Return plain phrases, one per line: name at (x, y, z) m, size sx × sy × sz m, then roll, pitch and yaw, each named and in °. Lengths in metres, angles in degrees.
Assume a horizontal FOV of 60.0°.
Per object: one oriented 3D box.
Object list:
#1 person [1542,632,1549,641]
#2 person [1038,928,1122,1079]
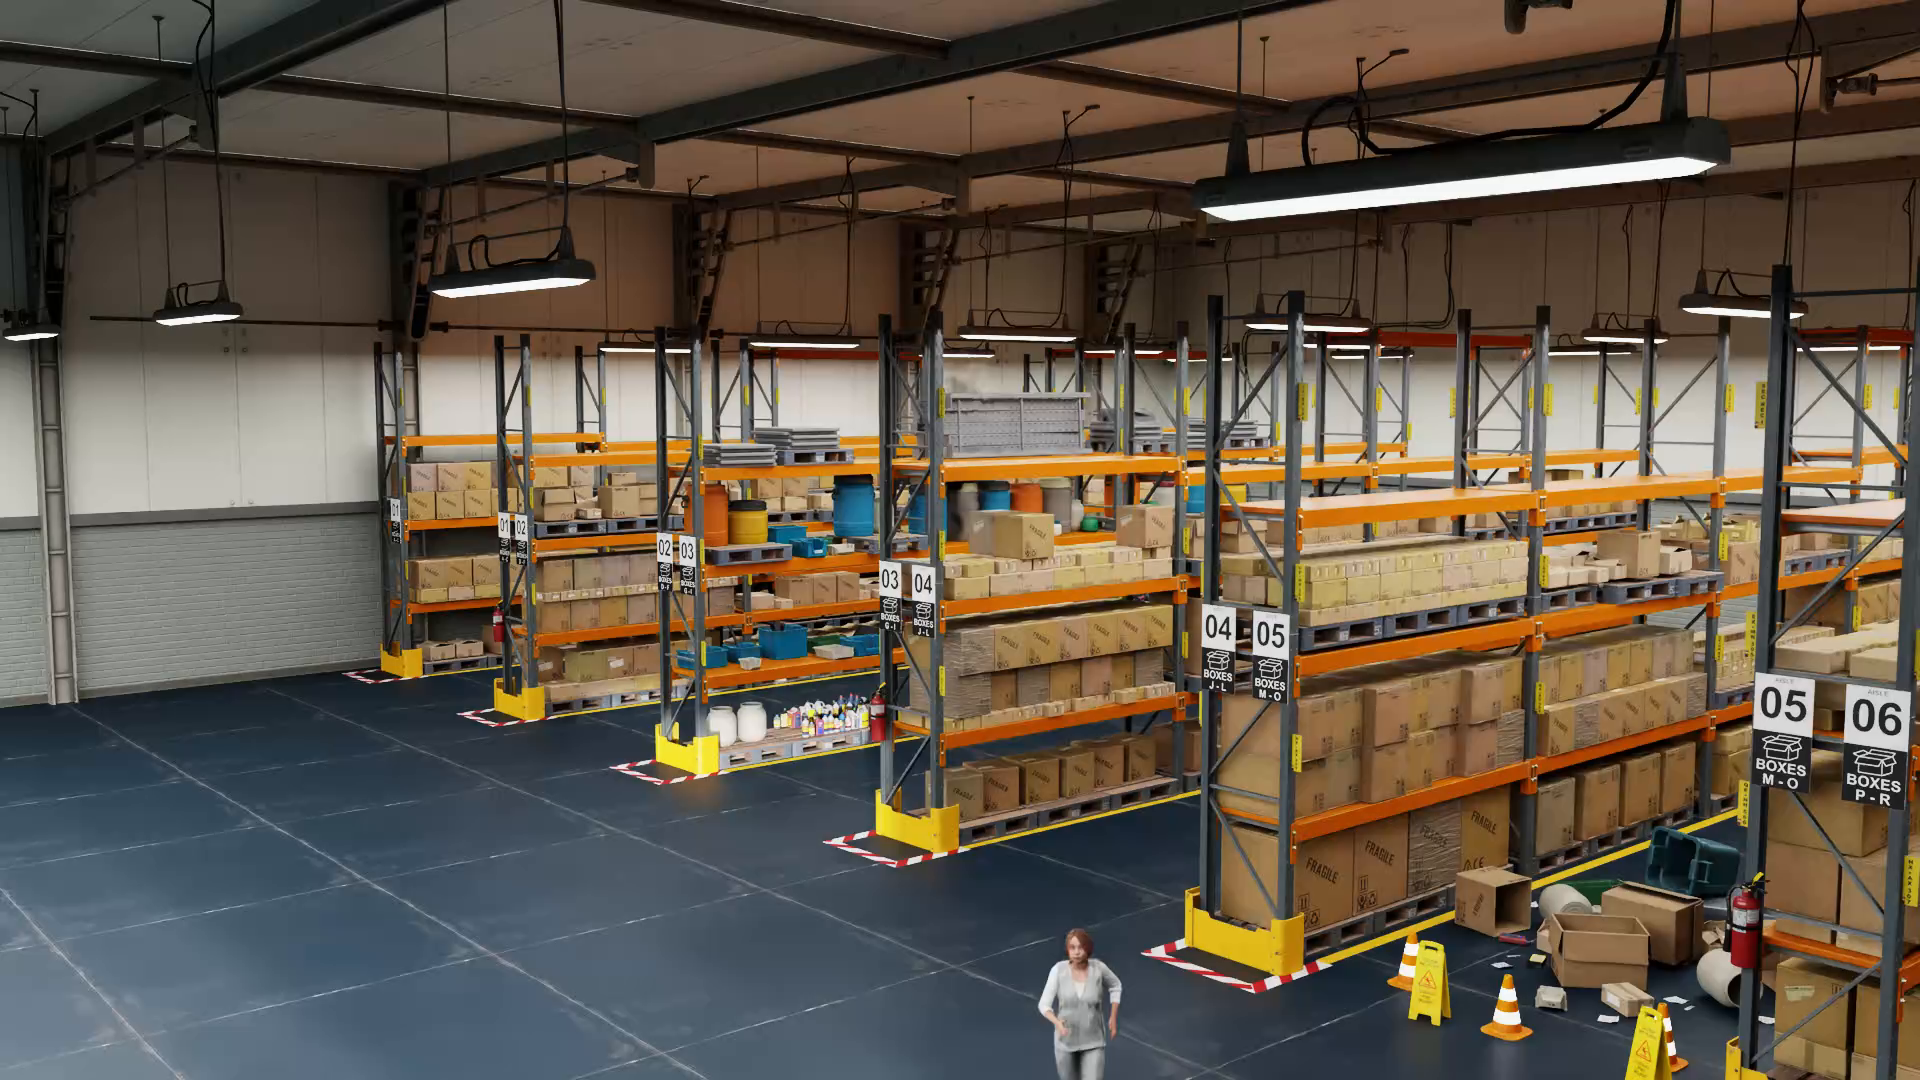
person at (8.493, 2.149, 24.290) m, size 0.571 × 1.640 × 0.714 m, roll 4°, pitch 7°, yaw 41°
person at (0.798, 3.363, 11.060) m, size 0.552 × 1.598 × 0.894 m, roll 1°, pitch 5°, yaw 6°
